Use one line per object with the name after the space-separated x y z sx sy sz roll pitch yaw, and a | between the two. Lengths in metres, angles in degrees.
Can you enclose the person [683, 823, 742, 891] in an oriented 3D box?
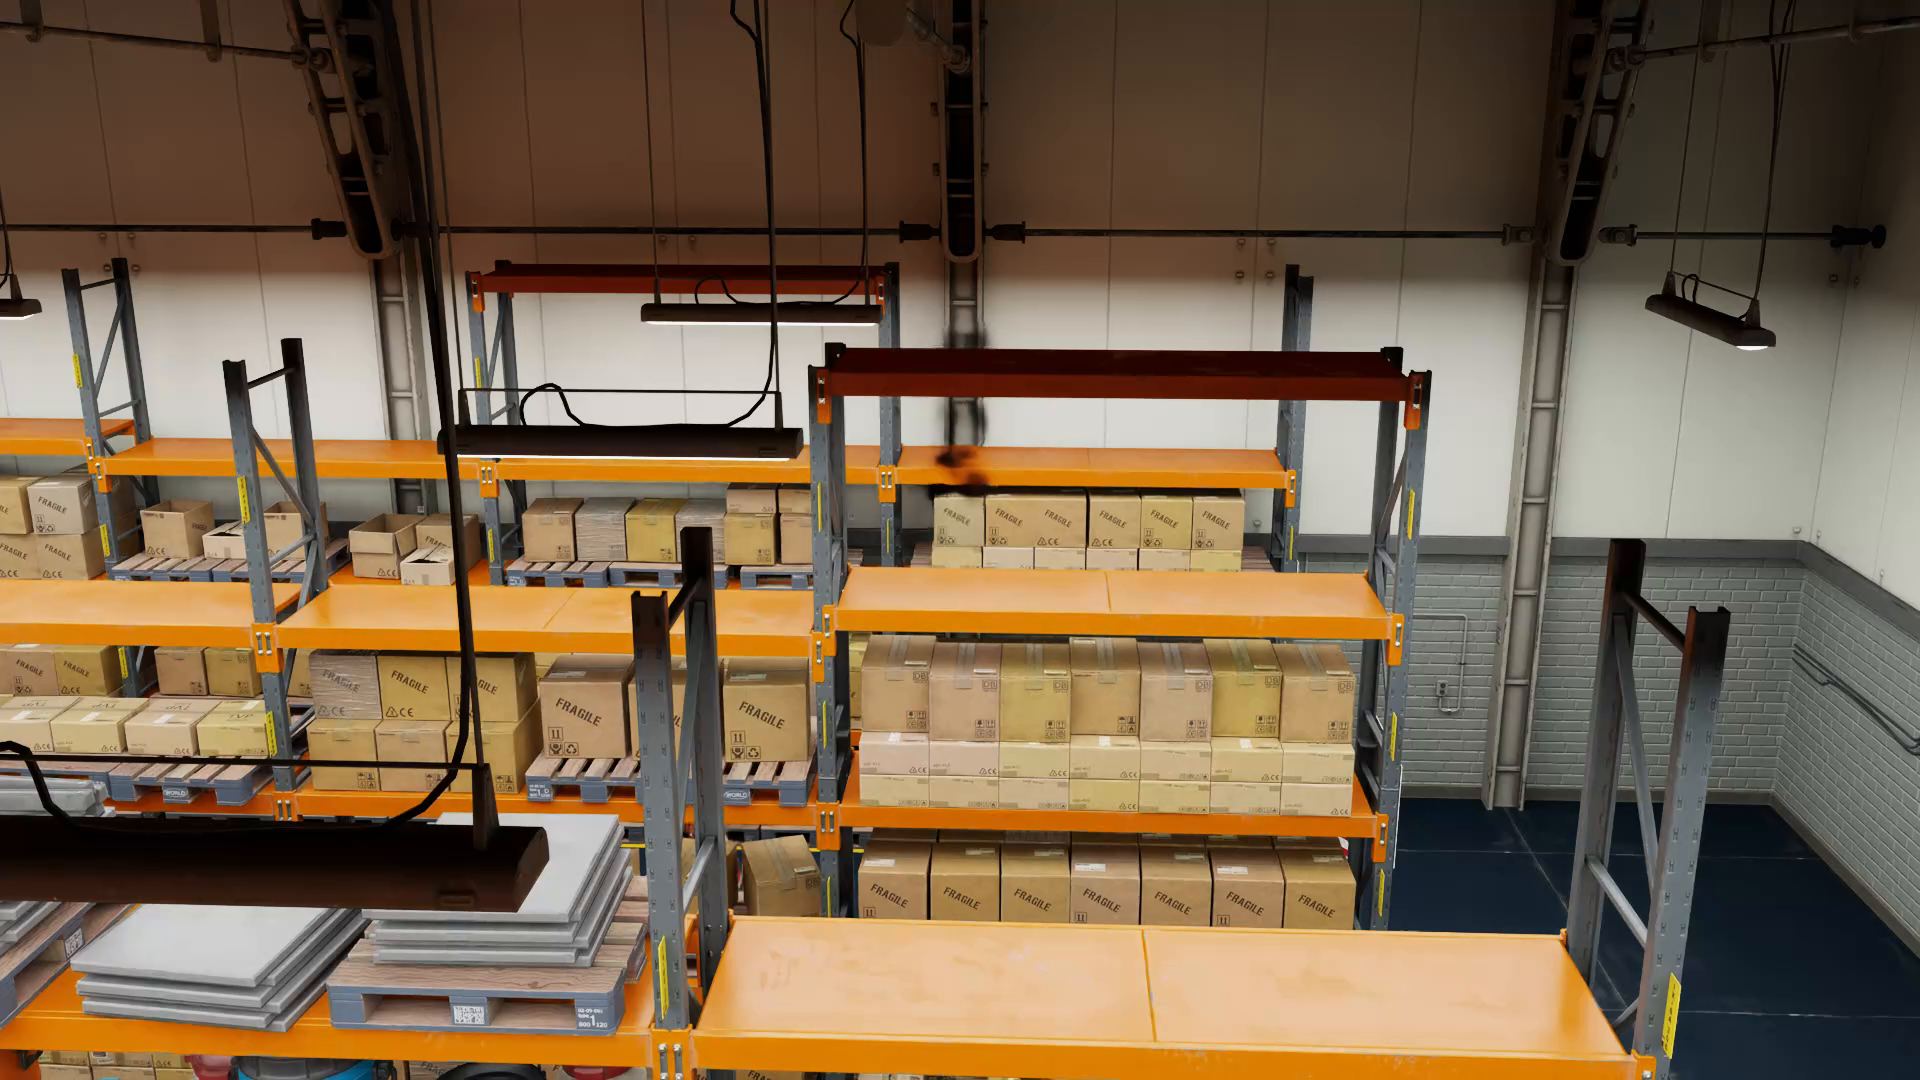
-2.033 3.155 14.746 1.046 1.730 0.687 1 16 3 | person
